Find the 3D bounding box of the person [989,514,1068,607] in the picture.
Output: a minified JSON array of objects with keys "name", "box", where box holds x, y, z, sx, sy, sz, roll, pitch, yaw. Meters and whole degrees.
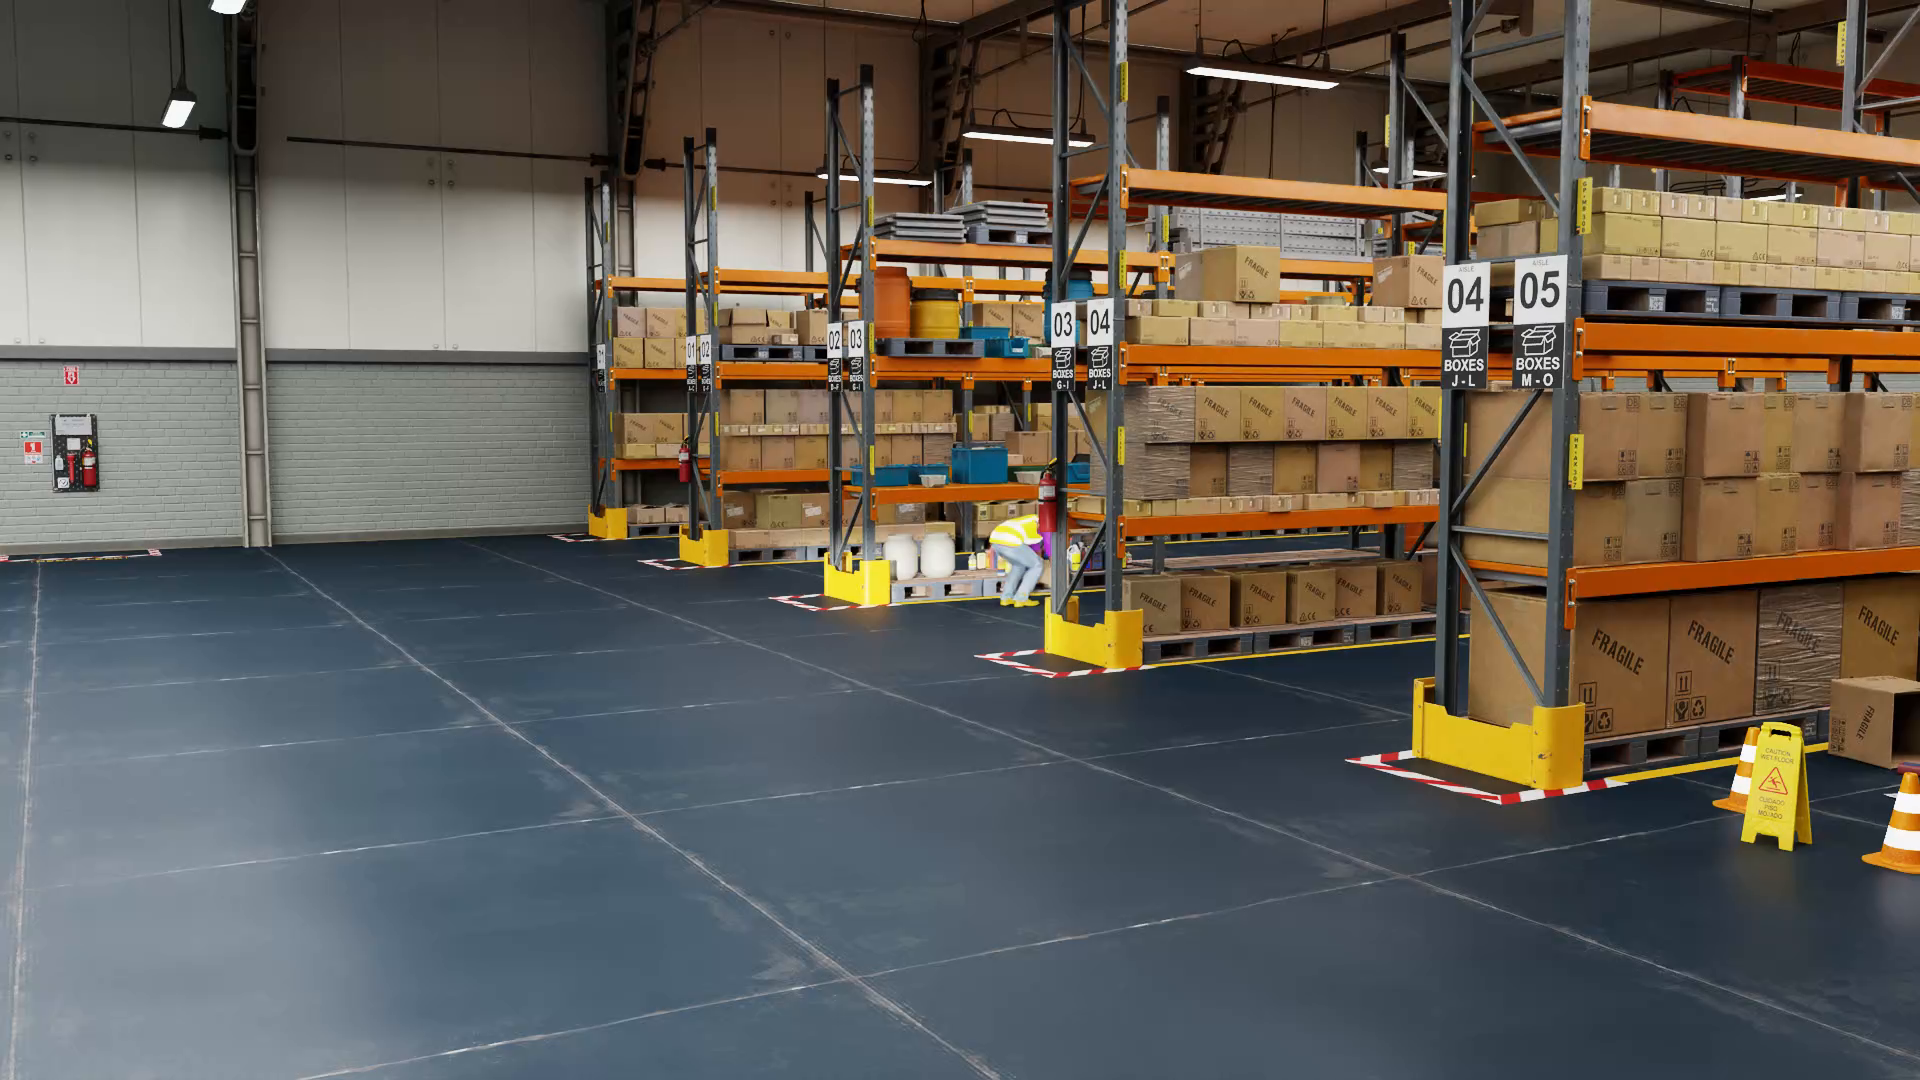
[{"name":"person","box":[0.791,0.214,18.837,0.966,1.041,0.513,-3,6,-31]}]
